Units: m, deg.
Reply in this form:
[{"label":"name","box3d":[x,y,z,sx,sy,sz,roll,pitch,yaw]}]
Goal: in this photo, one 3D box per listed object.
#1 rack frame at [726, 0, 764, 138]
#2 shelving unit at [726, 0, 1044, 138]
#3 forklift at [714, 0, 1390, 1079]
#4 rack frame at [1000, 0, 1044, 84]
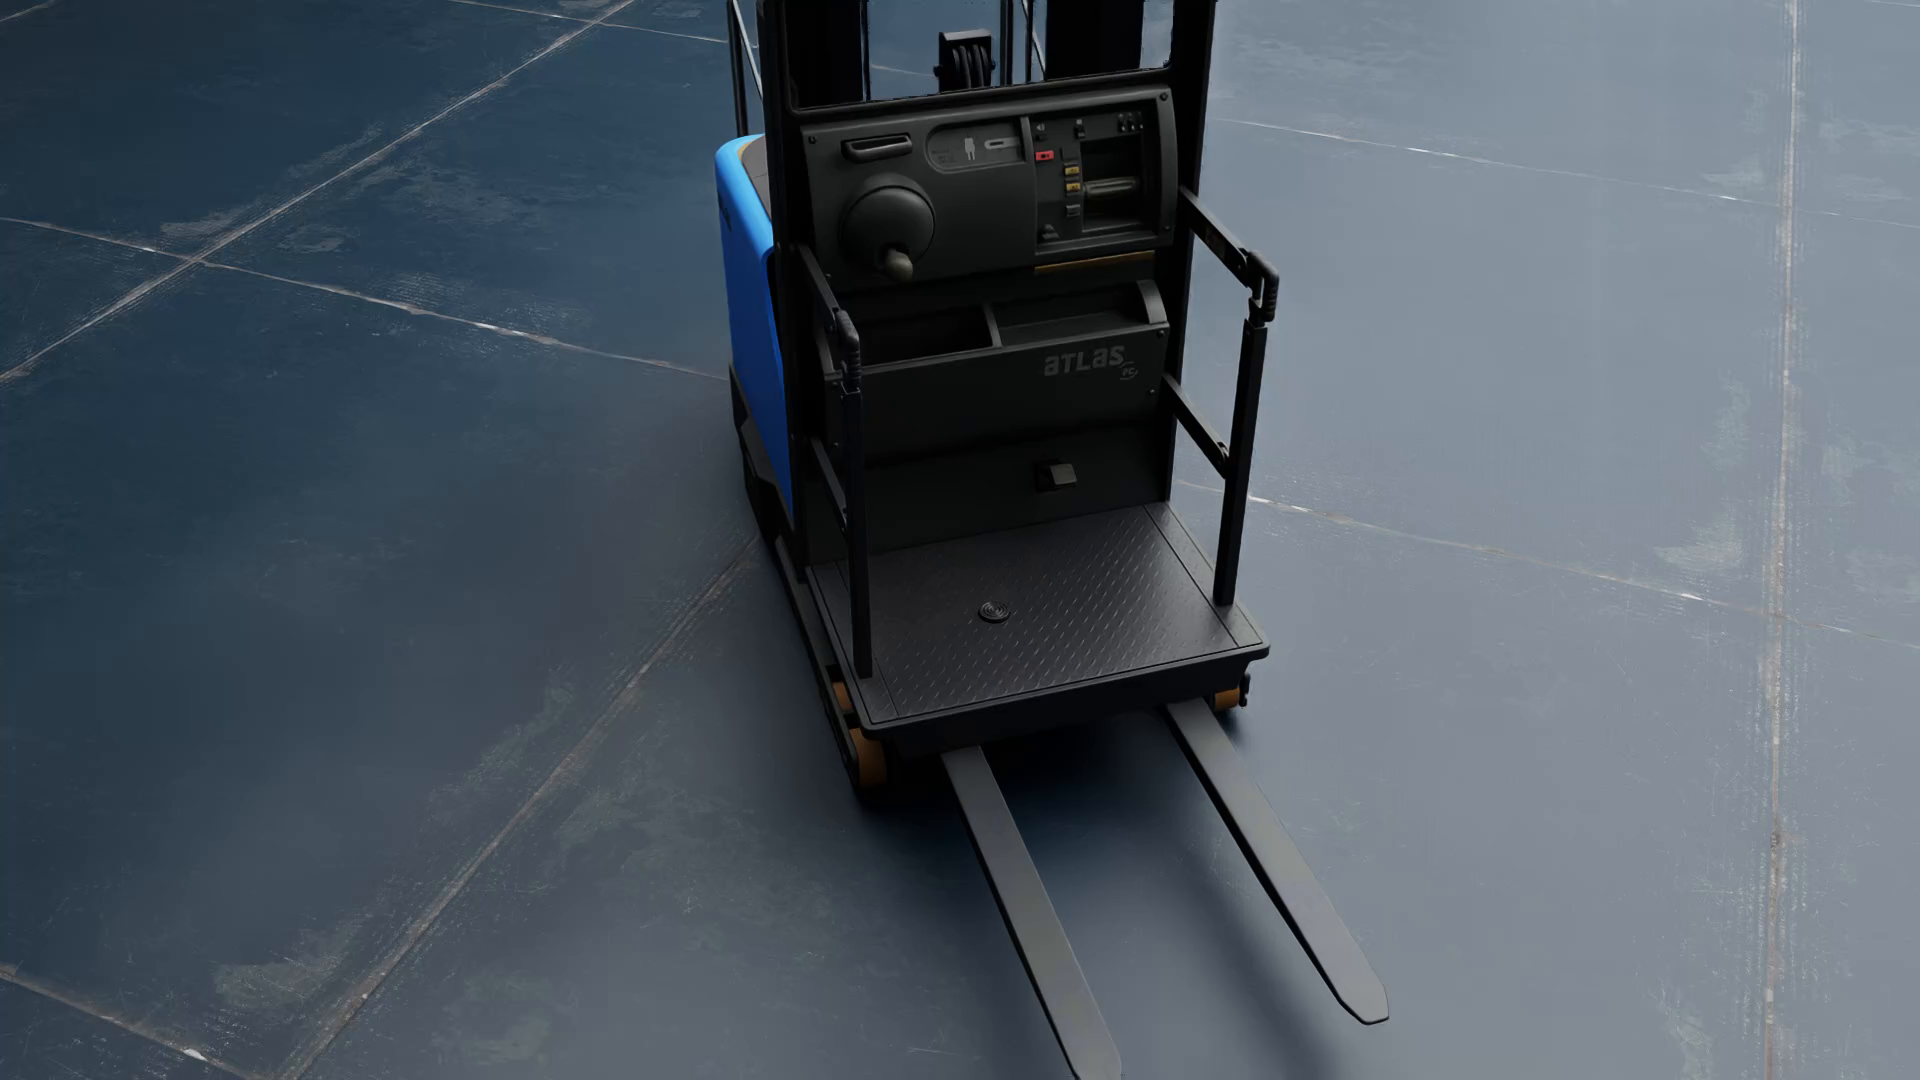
[{"label":"rack frame","box3d":[-0.648,-1.211,5.617,0.032,1.500,0.500,-16,40,-20]},{"label":"shelving unit","box3d":[-0.182,-1.346,5.798,1.083,1.500,0.587,-16,40,-20]},{"label":"forklift","box3d":[0.150,-0.791,3.860,1.130,2.935,3.031,-10,38,-14]},{"label":"rack frame","box3d":[0.267,-1.476,5.972,0.032,1.500,0.500,-16,40,-20]}]
